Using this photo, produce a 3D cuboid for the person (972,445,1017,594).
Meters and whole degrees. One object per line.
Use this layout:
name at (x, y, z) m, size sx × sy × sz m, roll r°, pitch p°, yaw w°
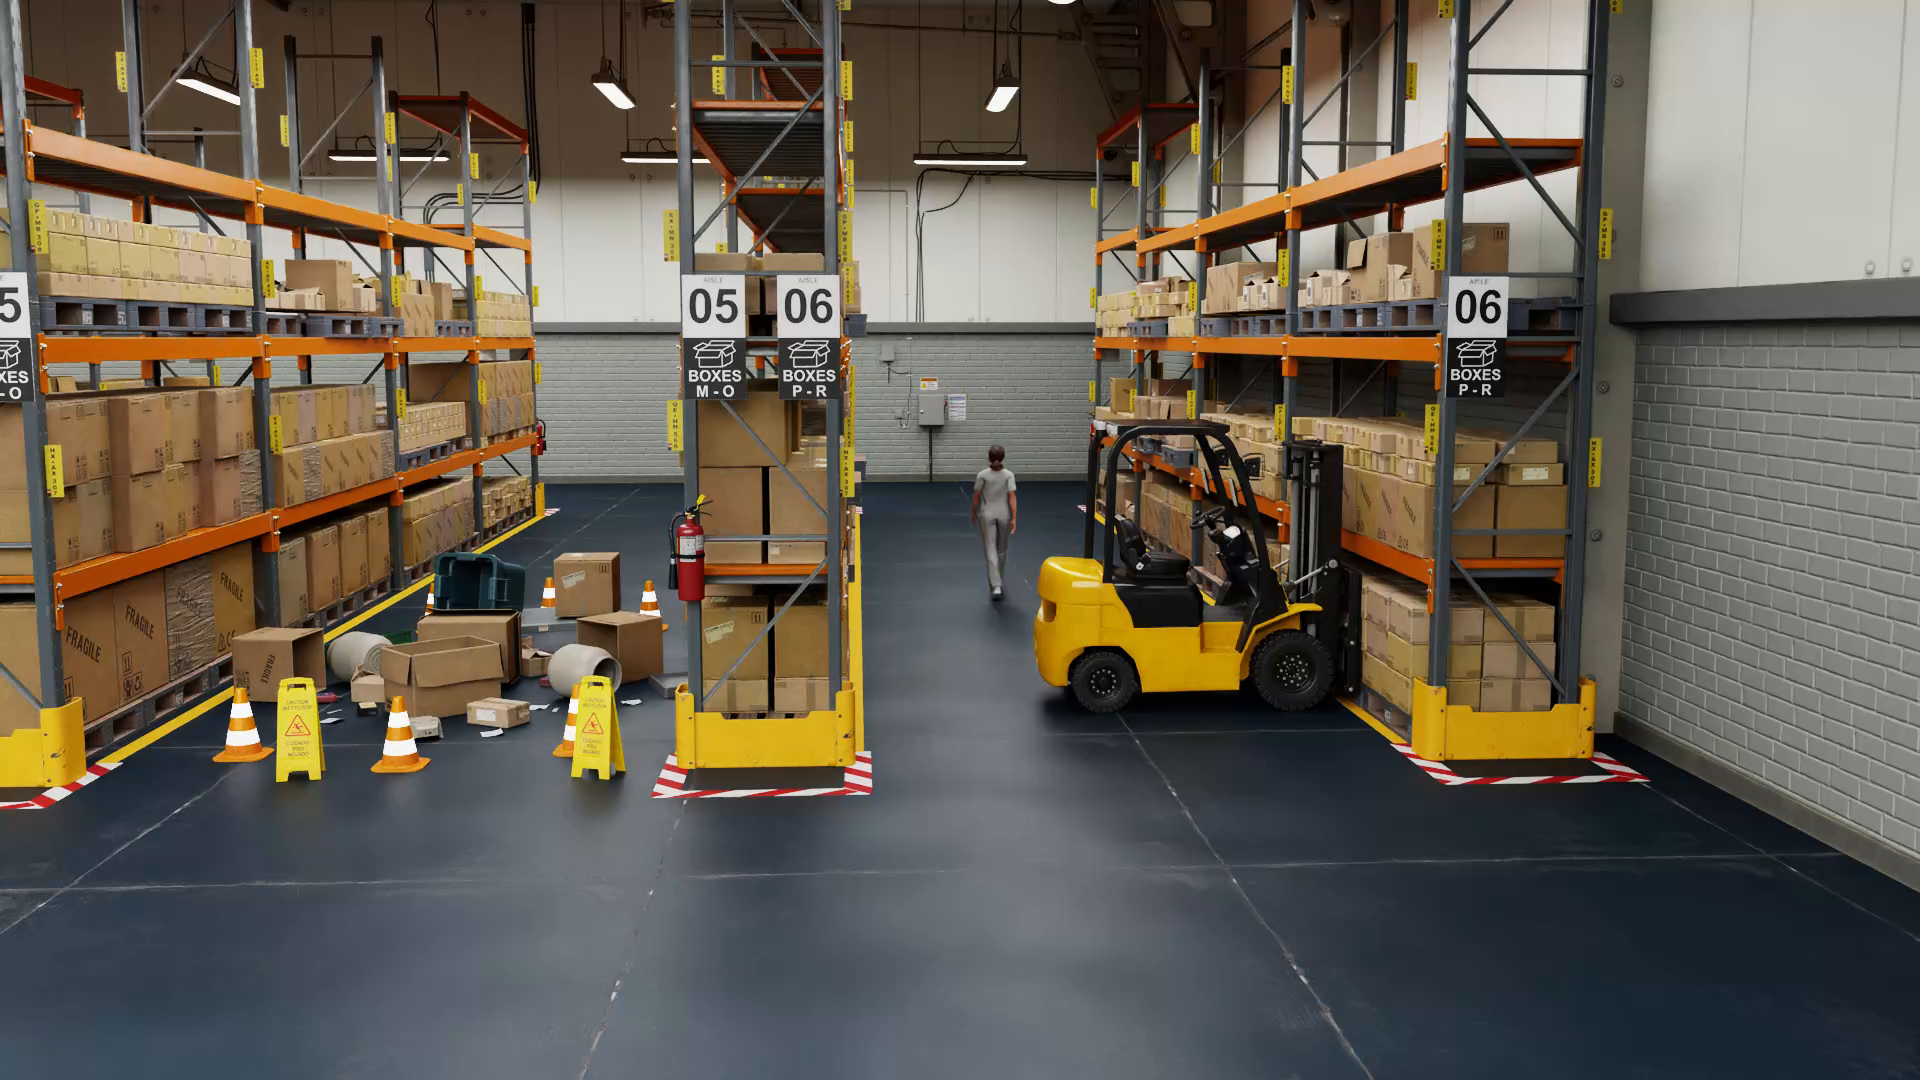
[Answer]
person at (0.361, -0.246, 18.189) m, size 0.459 × 1.604 × 1.029 m, roll -1°, pitch 7°, yaw -9°
